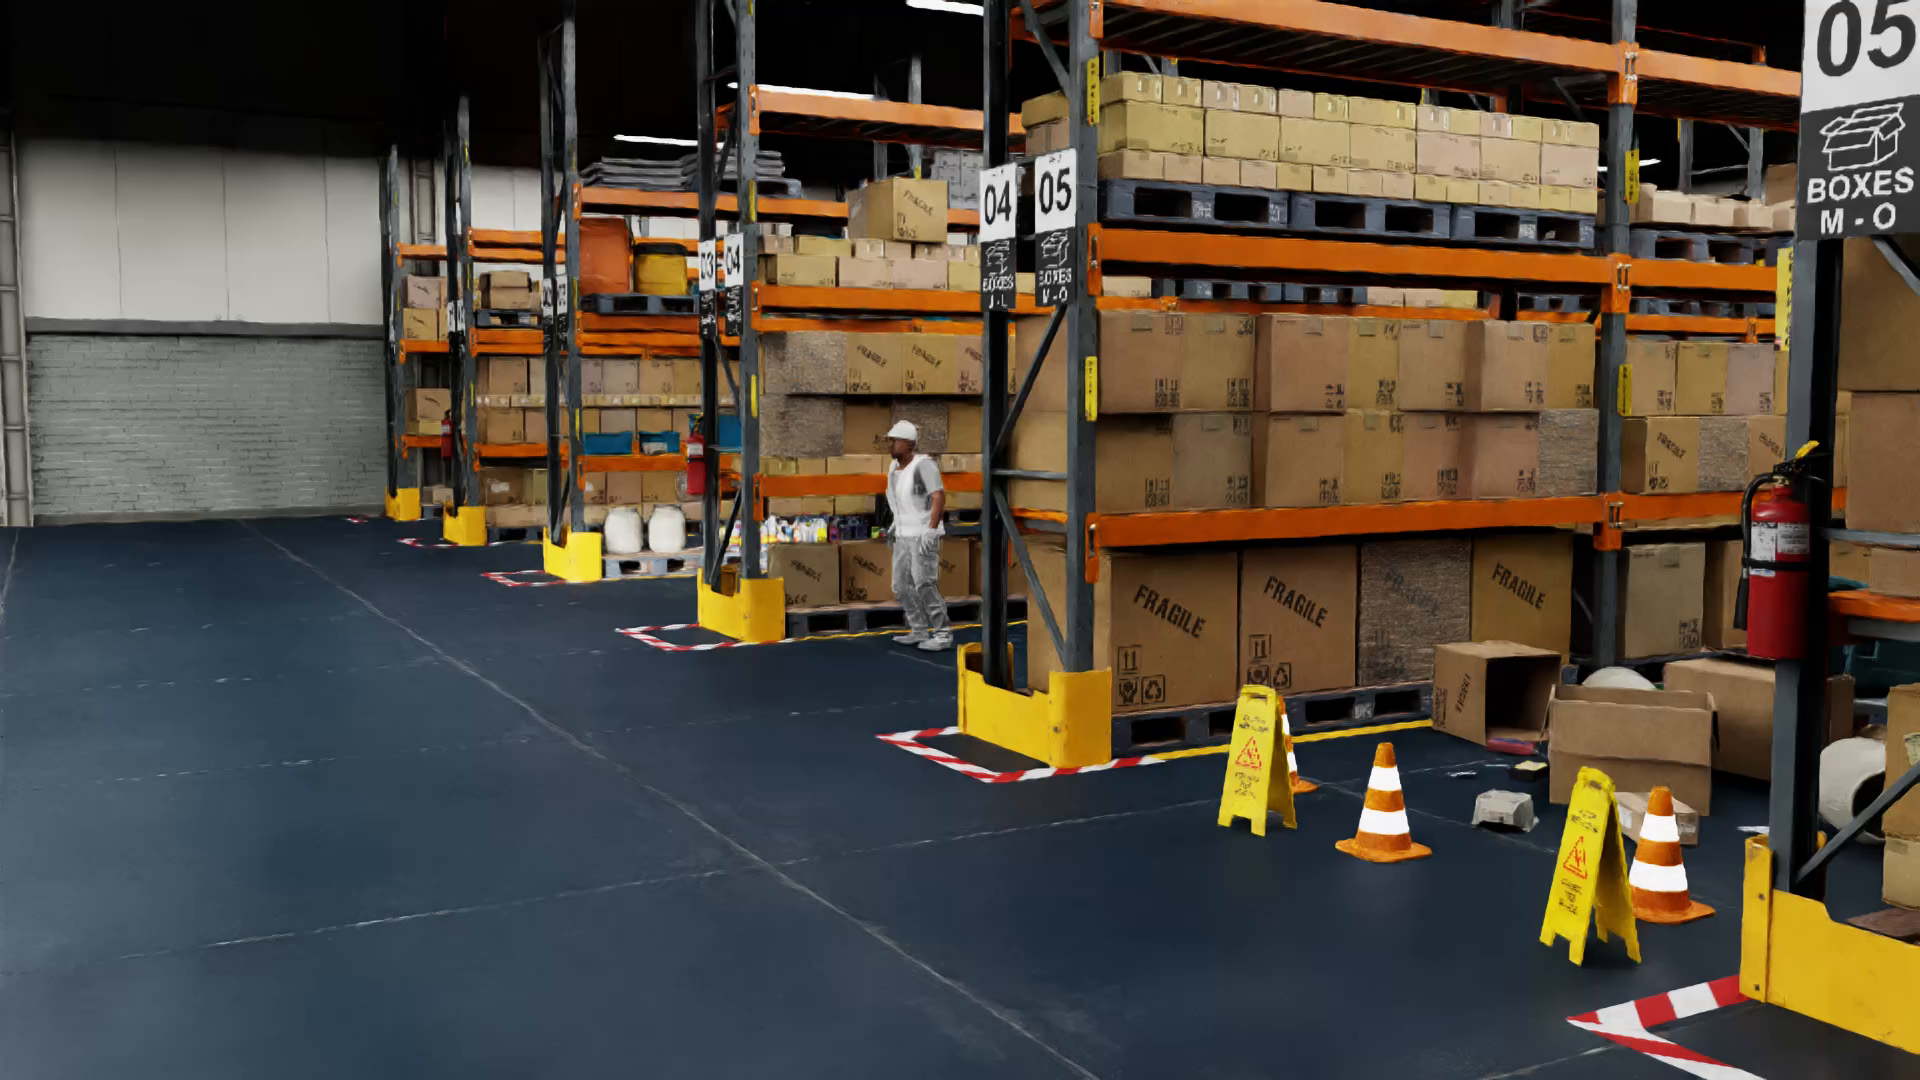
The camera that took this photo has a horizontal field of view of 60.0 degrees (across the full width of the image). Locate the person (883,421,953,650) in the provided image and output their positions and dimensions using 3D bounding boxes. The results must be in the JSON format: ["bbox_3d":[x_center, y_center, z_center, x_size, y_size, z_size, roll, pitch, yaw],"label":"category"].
[{"bbox_3d":[-0.344,-0.032,12.655,0.521,1.744,0.698,-3,6,-30],"label":"person"}]
